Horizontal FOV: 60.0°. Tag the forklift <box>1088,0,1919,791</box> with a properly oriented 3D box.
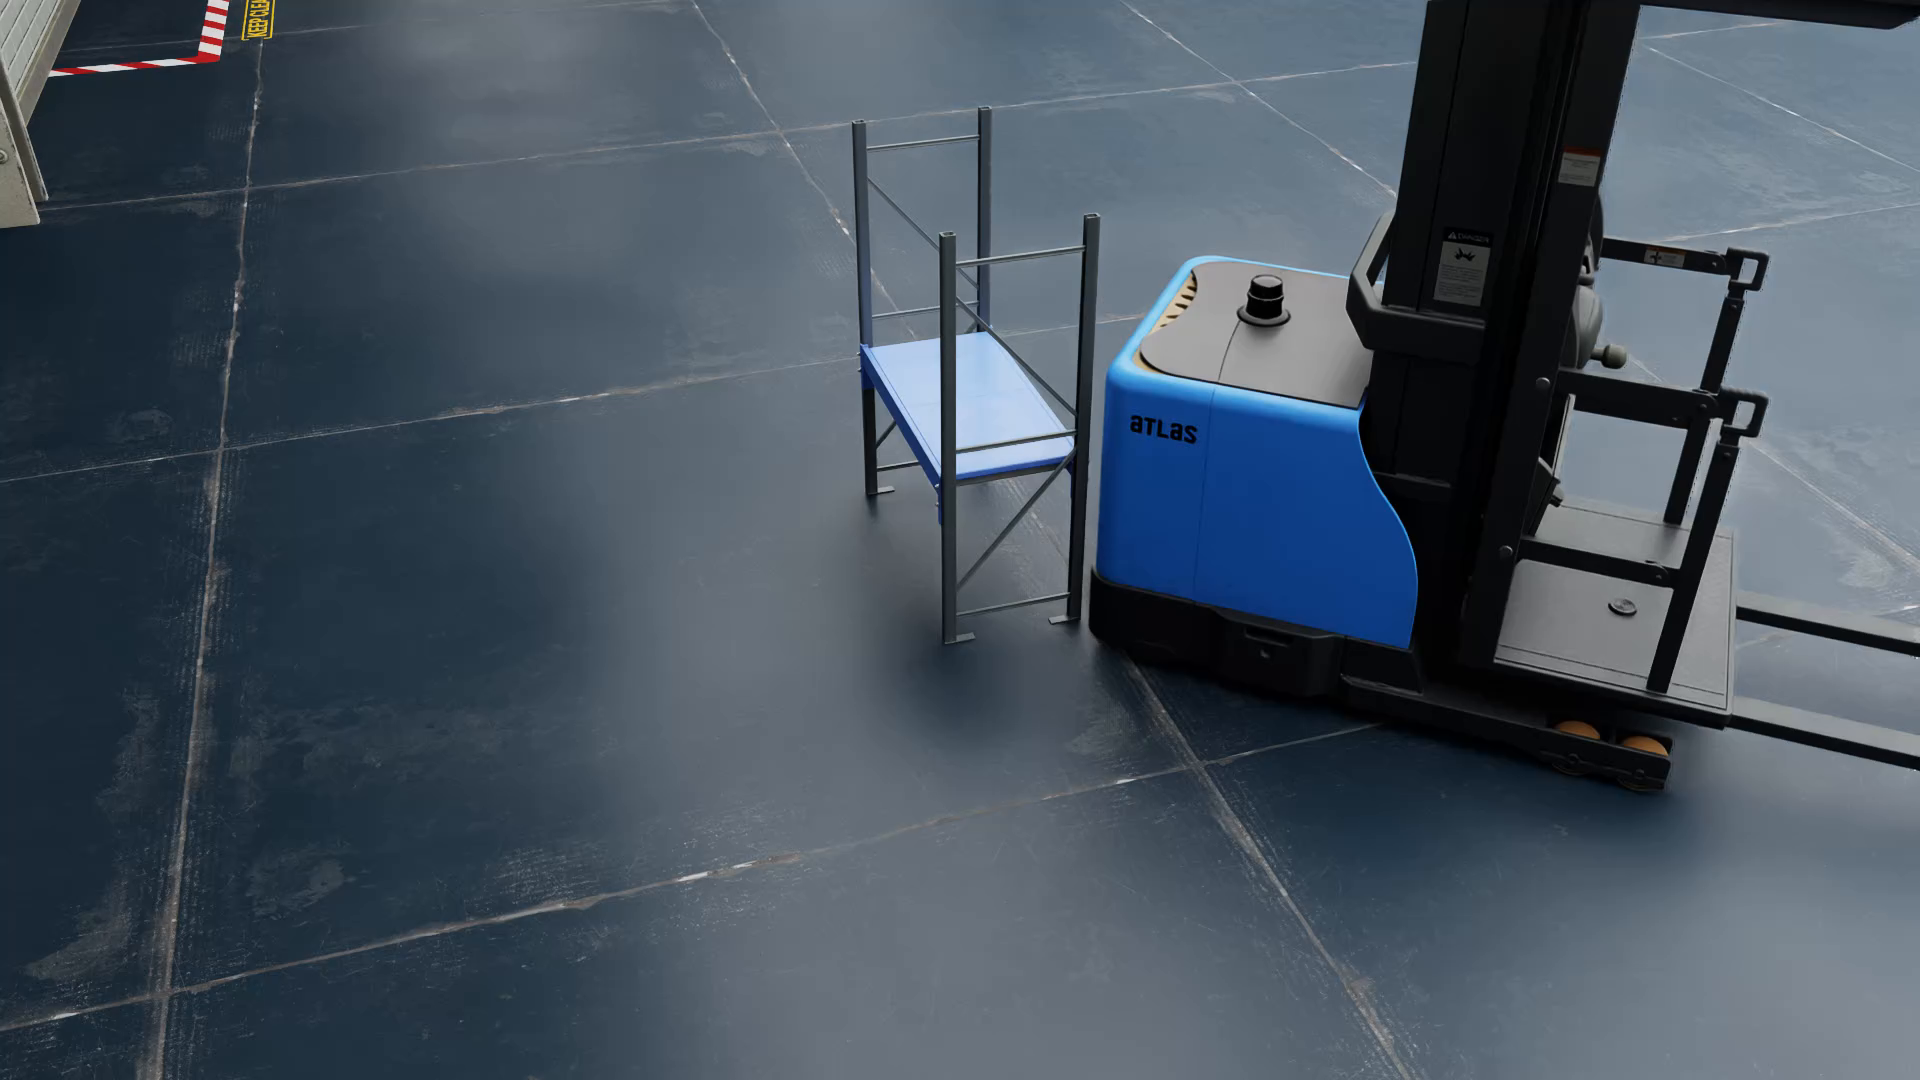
[{"bbox_3d":[2.007,-0.789,4.785,3.031,2.935,1.130,13,36,18],"label":"forklift"}]

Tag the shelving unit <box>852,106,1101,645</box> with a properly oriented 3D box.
[{"bbox_3d":[0.026,-0.581,5.769,0.538,1.500,1.048,-10,35,-15],"label":"shelving unit"}]

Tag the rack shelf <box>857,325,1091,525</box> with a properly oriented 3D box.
[{"bbox_3d":[0.026,-0.431,5.868,0.538,0.185,1.000,-10,35,-15],"label":"rack shelf"}]

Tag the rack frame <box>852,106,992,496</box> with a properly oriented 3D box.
[{"bbox_3d":[-0.129,-0.848,6.173,0.500,1.500,0.032,-10,35,-15],"label":"rack frame"}]

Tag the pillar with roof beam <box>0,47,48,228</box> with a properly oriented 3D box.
[{"bbox_3d":[-0.969,-6.224,7.507,9.100,9.000,0.400,-10,35,-15],"label":"pillar with roof beam"}]

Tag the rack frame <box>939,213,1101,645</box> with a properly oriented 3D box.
[{"bbox_3d":[0.181,-0.314,5.365,0.500,1.500,0.032,-10,35,-15],"label":"rack frame"}]
